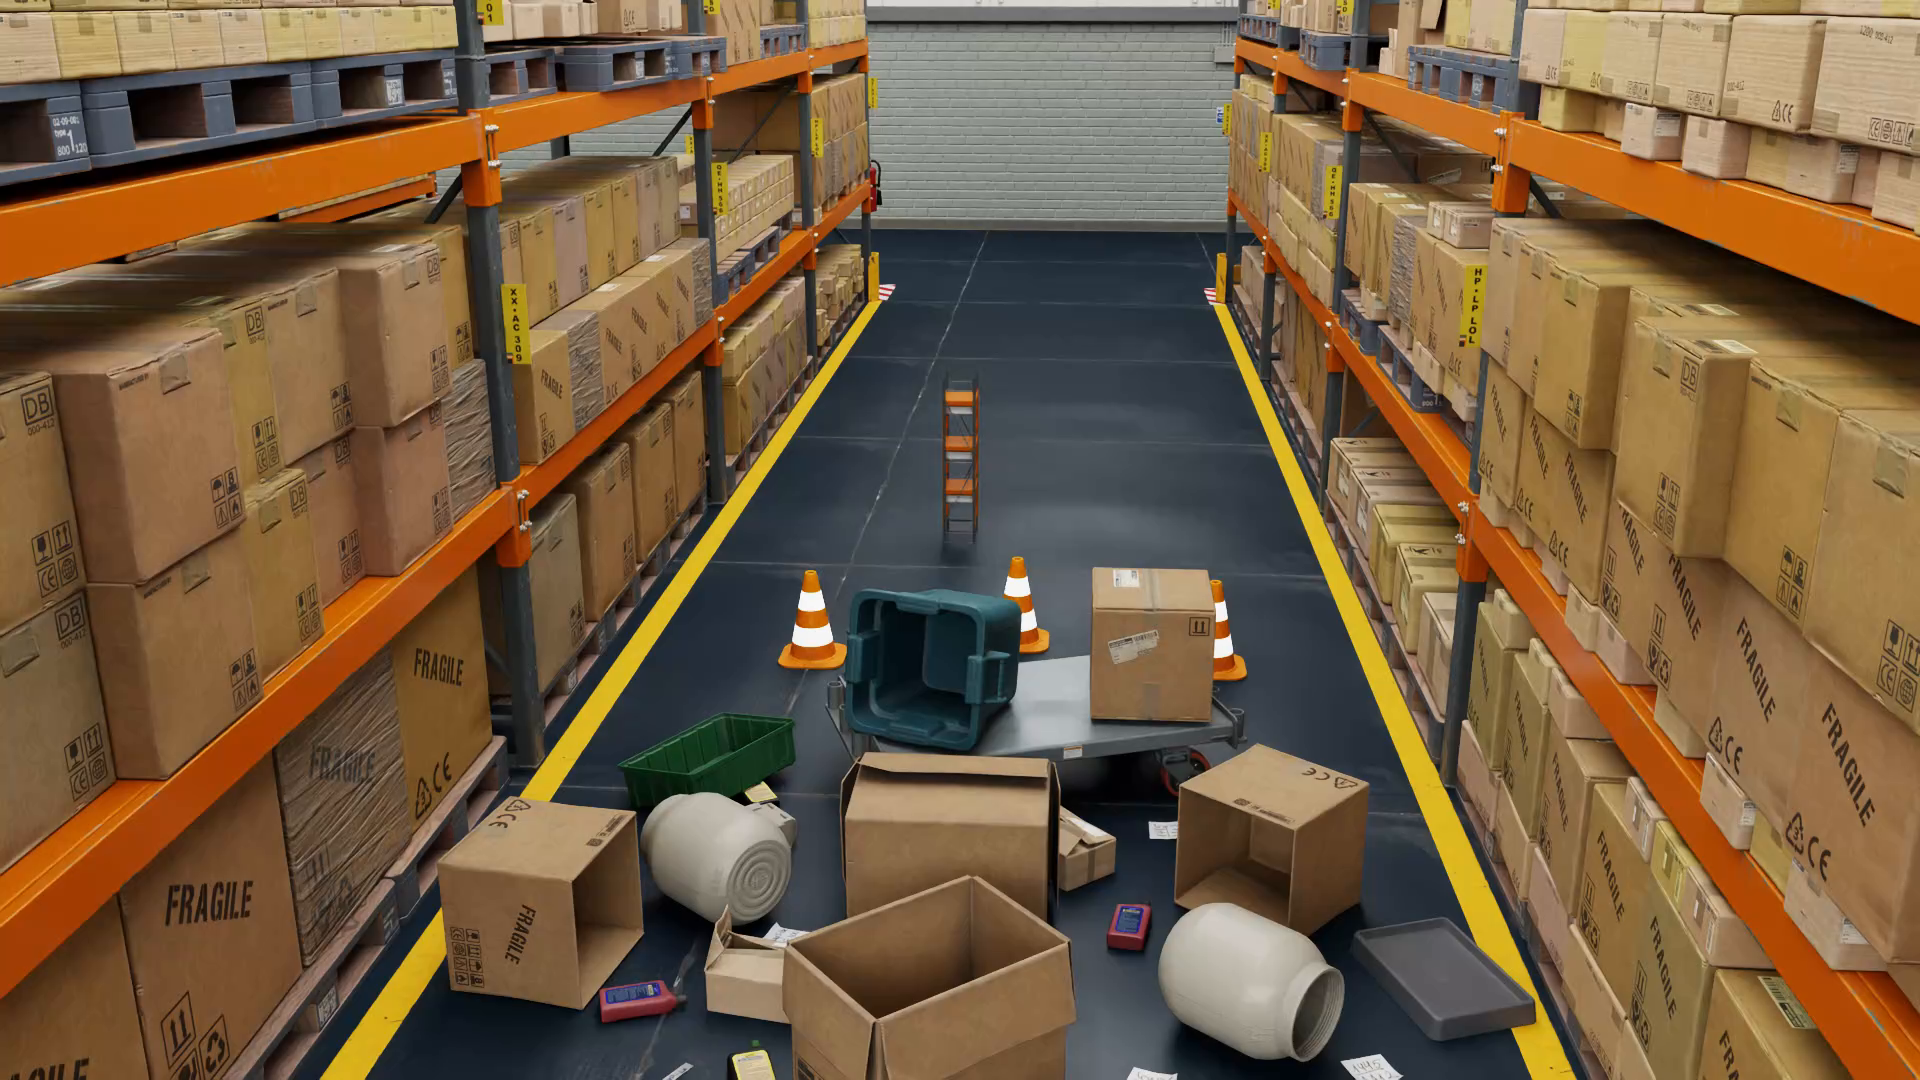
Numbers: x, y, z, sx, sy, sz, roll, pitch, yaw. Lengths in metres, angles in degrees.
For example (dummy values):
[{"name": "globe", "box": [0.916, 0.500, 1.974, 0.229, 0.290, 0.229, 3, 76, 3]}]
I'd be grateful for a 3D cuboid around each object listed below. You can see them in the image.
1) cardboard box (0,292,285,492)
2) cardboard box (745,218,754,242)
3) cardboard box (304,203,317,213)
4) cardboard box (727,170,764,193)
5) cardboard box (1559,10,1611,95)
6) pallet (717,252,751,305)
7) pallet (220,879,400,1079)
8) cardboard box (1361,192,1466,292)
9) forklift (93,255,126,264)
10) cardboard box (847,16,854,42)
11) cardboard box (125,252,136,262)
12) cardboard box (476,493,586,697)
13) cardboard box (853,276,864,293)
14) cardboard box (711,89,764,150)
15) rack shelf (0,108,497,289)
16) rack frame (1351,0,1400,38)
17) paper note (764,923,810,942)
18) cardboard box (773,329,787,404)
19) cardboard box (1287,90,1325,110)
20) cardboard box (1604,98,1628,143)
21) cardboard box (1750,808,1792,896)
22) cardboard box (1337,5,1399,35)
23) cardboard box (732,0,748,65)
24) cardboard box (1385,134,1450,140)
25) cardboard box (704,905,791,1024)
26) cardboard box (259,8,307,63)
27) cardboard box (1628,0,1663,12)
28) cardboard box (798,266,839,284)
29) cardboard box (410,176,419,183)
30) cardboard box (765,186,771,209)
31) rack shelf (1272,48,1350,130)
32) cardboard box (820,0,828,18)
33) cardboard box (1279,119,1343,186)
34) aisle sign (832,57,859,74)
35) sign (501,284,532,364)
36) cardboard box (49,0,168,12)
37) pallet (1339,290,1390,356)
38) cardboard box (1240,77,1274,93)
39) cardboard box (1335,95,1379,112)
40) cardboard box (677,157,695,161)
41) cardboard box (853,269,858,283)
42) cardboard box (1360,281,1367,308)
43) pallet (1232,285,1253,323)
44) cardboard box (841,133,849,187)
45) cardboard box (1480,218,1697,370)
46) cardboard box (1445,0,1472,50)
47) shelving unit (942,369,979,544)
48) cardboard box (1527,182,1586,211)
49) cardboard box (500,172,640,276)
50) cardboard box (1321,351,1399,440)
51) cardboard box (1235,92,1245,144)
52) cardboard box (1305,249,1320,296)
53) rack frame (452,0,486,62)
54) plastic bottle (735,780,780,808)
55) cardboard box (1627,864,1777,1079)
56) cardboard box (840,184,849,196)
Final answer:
[{"name": "cardboard box", "box": [-2.548, -0.407, 4.873, 0.875, 0.550, 0.500, 1, 18, 4]}, {"name": "cardboard box", "box": [-1.745, -2.308, 12.379, 0.380, 0.149, 0.250, 2, 18, 5]}, {"name": "cardboard box", "box": [-6.334, -3.195, 15.758, 0.380, 0.149, 0.250, 2, 18, 6]}, {"name": "cardboard box", "box": [-1.713, -2.753, 12.781, 0.380, 0.149, 0.250, 0, 18, 1]}, {"name": "cardboard box", "box": [2.254, -1.565, 5.327, 0.500, 0.250, 0.500, 1, 18, 3]}, {"name": "pallet", "box": [-2.126, -1.814, 11.450, 1.213, 0.211, 1.003, 1, 18, 4]}, {"name": "pallet", "box": [-2.575, 1.500, 5.506, 1.003, 0.211, 1.213, 1, 18, 4]}, {"name": "cardboard box", "box": [2.580, -1.694, 9.464, 0.500, 0.500, 0.500, 2, 18, 7]}, {"name": "forklift", "box": [-5.339, -1.119, 9.130, 3.031, 2.935, 1.130, -7, 19, -21]}, {"name": "cardboard box", "box": [-1.344, -5.061, 16.474, 0.500, 0.250, 0.500, 2, 18, 6]}, {"name": "cardboard box", "box": [-6.637, -2.336, 12.573, 0.500, 0.500, 0.500, 1, 18, 3]}, {"name": "cardboard box", "box": [-2.403, 0.235, 7.826, 1.050, 0.750, 0.750, 1, 18, 4]}, {"name": "cardboard box", "box": [-1.245, -2.761, 17.935, 0.380, 0.149, 0.250, 2, 18, 6]}, {"name": "cardboard box", "box": [-2.020, -3.740, 14.776, 0.500, 0.500, 0.500, 1, 18, 2]}, {"name": "rack shelf", "box": [-2.501, -0.902, 4.696, 1.077, 0.370, 4.000, 1, 18, 4]}, {"name": "rack frame", "box": [2.873, -4.453, 9.562, 1.000, 3.000, 0.127, 1, 18, 4]}, {"name": "paper note", "box": [-0.630, 1.438, 5.998, 0.172, 0.023, 0.155, 8, 20, 23]}, {"name": "cardboard box", "box": [-1.664, -1.382, 13.162, 0.500, 0.500, 0.500, 1, 18, 3]}, {"name": "cardboard box", "box": [2.992, -3.858, 14.572, 0.380, 0.149, 0.250, 2, 18, 5]}, {"name": "cardboard box", "box": [2.280, -1.339, 5.277, 0.380, 0.149, 0.250, 2, 18, 6]}, {"name": "cardboard box", "box": [2.061, 0.720, 3.811, 0.380, 0.149, 0.250, 1, 18, 3]}, {"name": "cardboard box", "box": [2.750, -3.397, 10.315, 0.797, 0.503, 0.637, 0, 18, 1]}, {"name": "cardboard box", "box": [-1.736, -3.481, 11.253, 0.500, 0.500, 0.500, 1, 18, 4]}, {"name": "cardboard box", "box": [3.231, -2.587, 11.736, 0.500, 0.500, 0.500, 2, 18, 5]}, {"name": "cardboard box", "box": [-0.644, 1.435, 5.617, 0.396, 0.266, 0.258, 4, 19, 13]}, {"name": "cardboard box", "box": [-2.155, -1.476, 4.863, 0.380, 0.149, 0.250, 1, 18, 3]}, {"name": "cardboard box", "box": [2.208, -1.632, 4.893, 0.380, 0.149, 0.250, 1, 18, 2]}, {"name": "cardboard box", "box": [-1.415, -2.639, 16.607, 0.380, 0.149, 0.250, 1, 18, 4]}, {"name": "cardboard box", "box": [-6.152, -3.990, 18.187, 0.380, 0.149, 0.250, 1, 18, 4]}, {"name": "cardboard box", "box": [-1.689, -2.693, 13.075, 0.380, 0.149, 0.250, 0, 18, 1]}, {"name": "rack shelf", "box": [3.017, -3.307, 12.037, 1.077, 0.370, 4.000, 1, 18, 4]}, {"name": "cardboard box", "box": [-1.470, -4.814, 14.920, 0.500, 0.250, 0.500, 1, 18, 4]}, {"name": "cardboard box", "box": [2.833, -3.079, 13.235, 0.500, 0.500, 0.500, 1, 18, 4]}, {"name": "aisle sign", "box": [-1.193, -5.418, 17.965, 0.394, 0.787, 0.004, 1, 18, 4]}, {"name": "sign", "box": [-1.804, -0.876, 6.763, 0.100, 0.325, 0.005, 1, 18, 4]}, {"name": "cardboard box", "box": [-2.283, -1.398, 3.984, 0.500, 0.250, 0.500, 1, 18, 3]}, {"name": "pallet", "box": [2.929, -1.288, 9.843, 1.213, 0.211, 1.003, 1, 18, 4]}, {"name": "cardboard box", "box": [3.065, -4.653, 16.997, 0.380, 0.149, 0.250, 2, 18, 6]}, {"name": "cardboard box", "box": [3.442, -3.768, 14.297, 0.380, 0.149, 0.250, 1, 18, 3]}, {"name": "cardboard box", "box": [-2.285, -3.088, 13.803, 0.380, 0.149, 0.250, 2, 18, 5]}, {"name": "cardboard box", "box": [-1.286, -2.821, 17.640, 0.380, 0.149, 0.250, 1, 18, 2]}, {"name": "cardboard box", "box": [2.545, -1.415, 9.653, 0.380, 0.149, 0.250, 0, 18, 0]}, {"name": "pallet", "box": [3.468, -2.512, 17.750, 1.003, 0.211, 1.213, 1, 18, 4]}, {"name": "cardboard box", "box": [-1.388, -3.738, 16.374, 0.500, 0.500, 0.500, 2, 18, 7]}, {"name": "cardboard box", "box": [2.339, -0.892, 6.085, 0.700, 0.500, 0.500, 1, 18, 3]}, {"name": "cardboard box", "box": [2.563, -2.414, 7.722, 0.500, 0.250, 0.500, 2, 18, 5]}, {"name": "shelving unit", "box": [0.004, -0.516, 10.310, 0.215, 1.050, 0.252, 1, 18, 4]}, {"name": "cardboard box", "box": [3.038, -1.785, 8.698, 0.380, 0.149, 0.250, 0, 18, 1]}, {"name": "cardboard box", "box": [-2.183, -1.749, 9.176, 0.700, 0.500, 0.500, 1, 18, 3]}, {"name": "cardboard box", "box": [3.006, -1.005, 11.411, 0.875, 0.875, 0.875, 1, 18, 3]}, {"name": "cardboard box", "box": [3.098, -4.306, 16.982, 0.500, 0.500, 0.500, 1, 18, 2]}, {"name": "cardboard box", "box": [2.672, -1.853, 11.502, 0.500, 0.250, 0.500, 2, 18, 5]}, {"name": "rack frame", "box": [-2.358, -3.290, 6.012, 1.000, 3.000, 0.127, 1, 18, 4]}, {"name": "plastic bottle", "box": [-0.872, 1.077, 7.039, 0.133, 0.061, 0.283, -9, 20, -25]}, {"name": "cardboard box", "box": [2.131, 1.216, 4.432, 0.500, 0.500, 0.500, 2, 18, 6]}, {"name": "cardboard box", "box": [-1.341, -3.624, 17.068, 0.380, 0.149, 0.250, 0, 18, 1]}]
